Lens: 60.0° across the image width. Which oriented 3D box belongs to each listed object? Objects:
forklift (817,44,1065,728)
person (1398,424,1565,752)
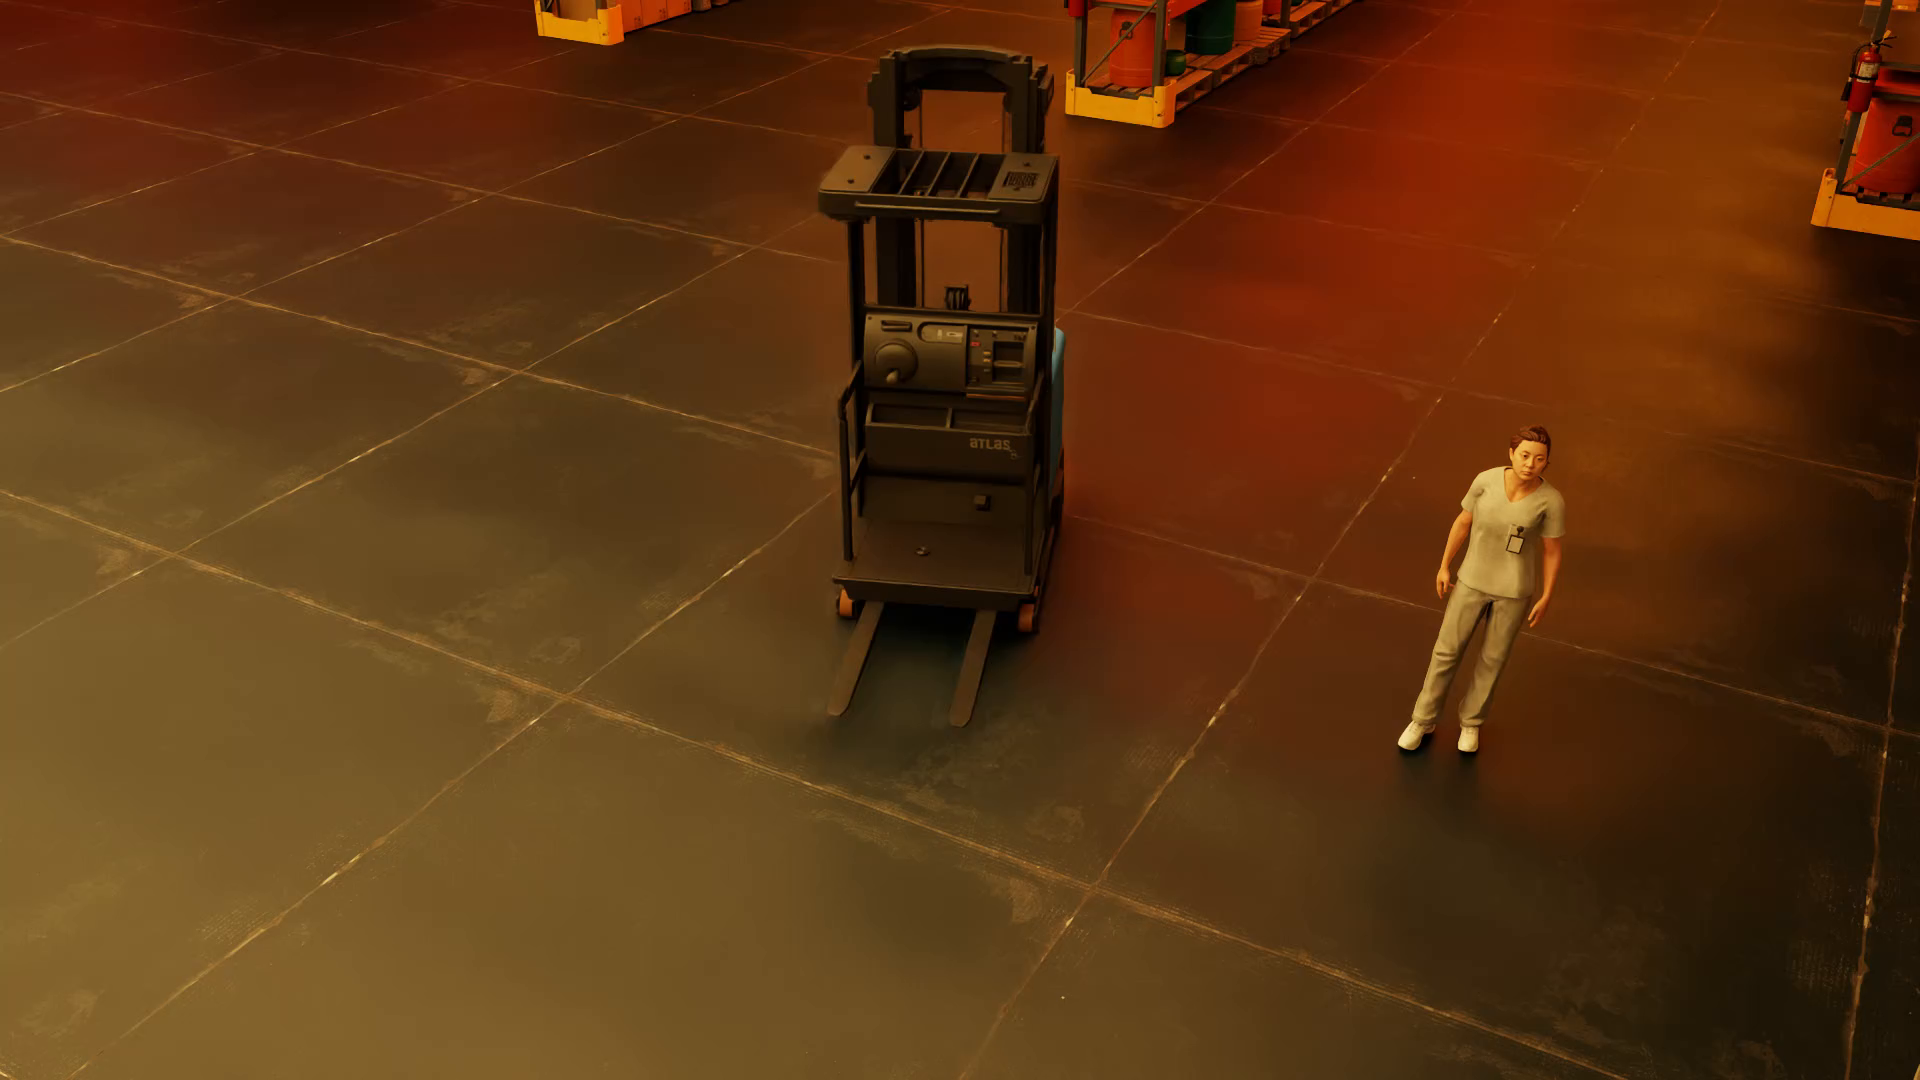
[{"bbox_3d":[-0.083,-0.950,8.717,1.130,2.935,3.031,4,30,8],"label":"forklift"},{"bbox_3d":[2.511,0.253,7.874,0.548,1.673,0.549,14,33,23],"label":"person"}]
